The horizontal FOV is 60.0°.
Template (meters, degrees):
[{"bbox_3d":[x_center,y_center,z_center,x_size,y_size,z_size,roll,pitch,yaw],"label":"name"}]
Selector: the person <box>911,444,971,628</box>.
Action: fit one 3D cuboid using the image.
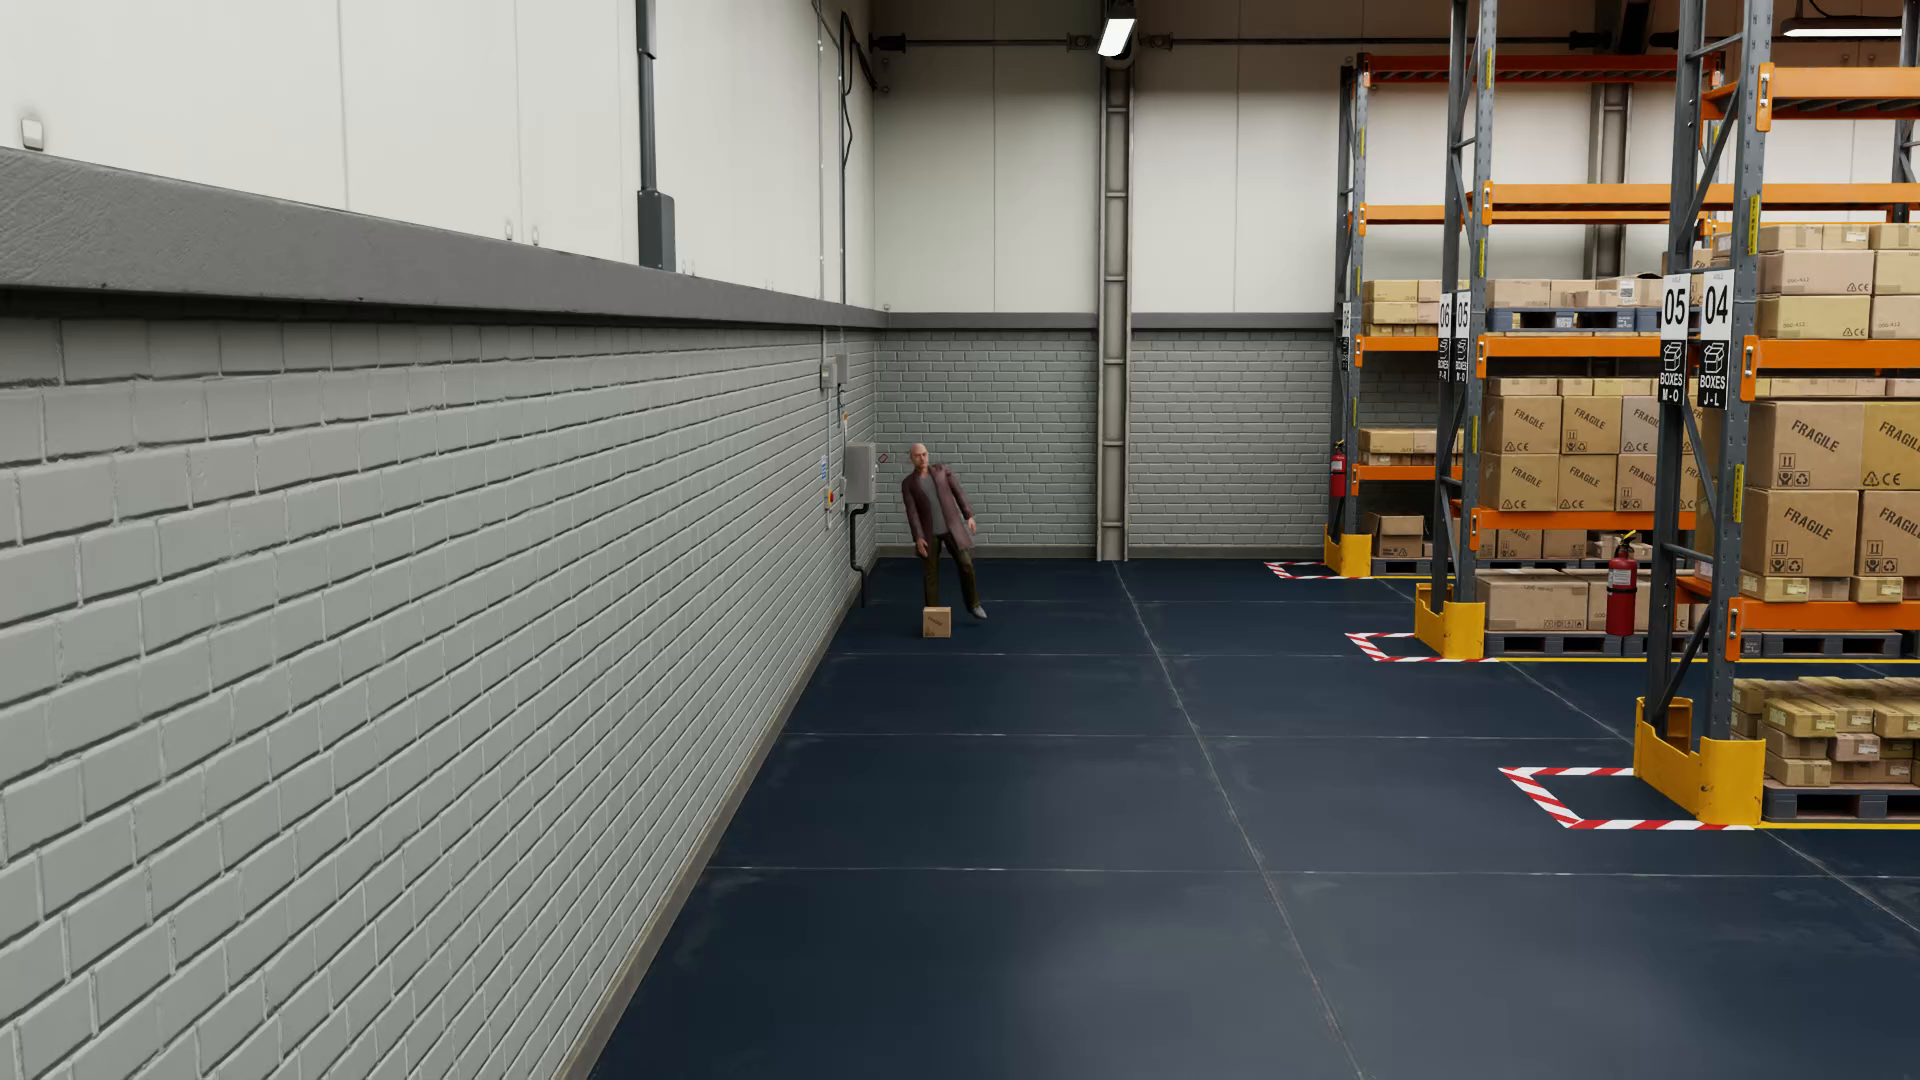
[{"bbox_3d":[-0.186,-0.043,16.161,0.592,1.785,0.396,0,7,3],"label":"person"}]
